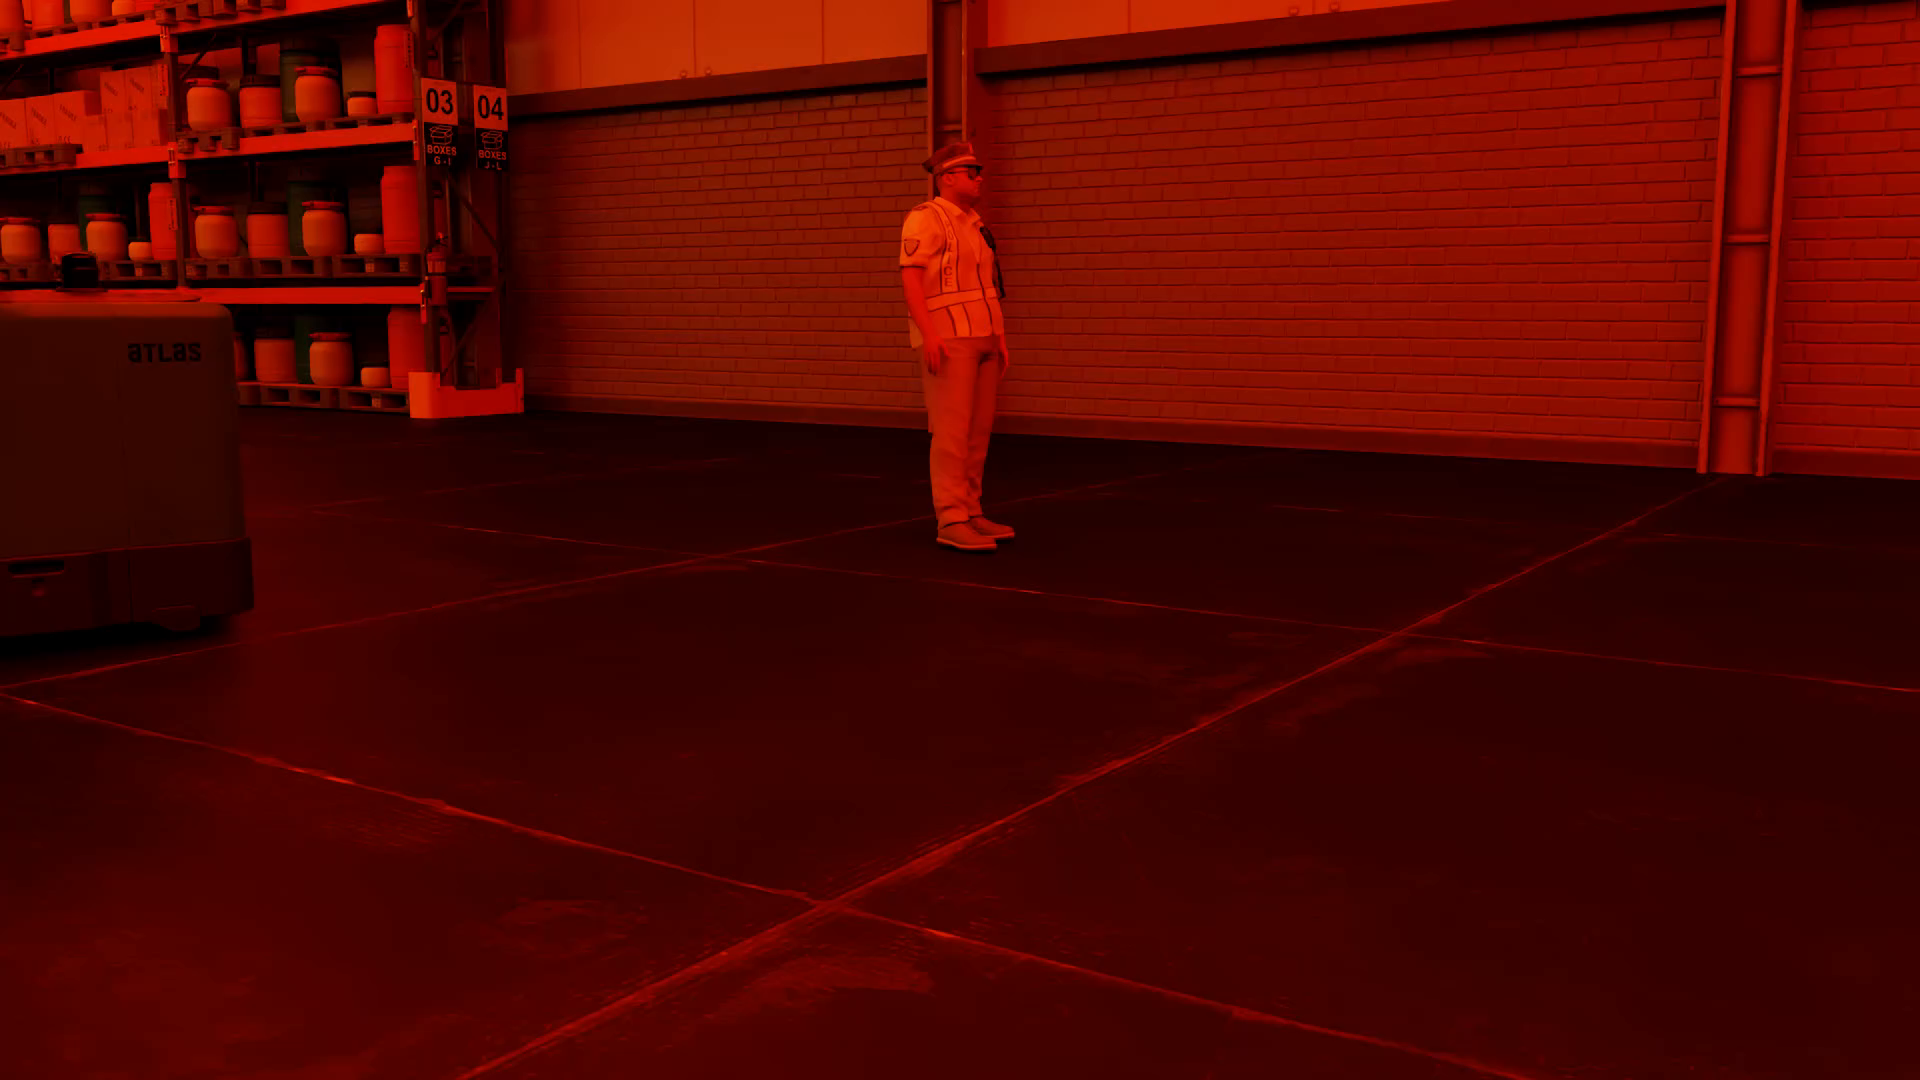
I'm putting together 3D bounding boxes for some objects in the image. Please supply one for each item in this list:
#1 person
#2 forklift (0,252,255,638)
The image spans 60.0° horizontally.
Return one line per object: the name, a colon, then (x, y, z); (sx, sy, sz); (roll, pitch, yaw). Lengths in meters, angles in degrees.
person: (0.057, -0.882, 7.424); (0.575, 1.781, 0.640); (5, 10, 34)
forklift: (-3.844, -1.090, 4.855); (3.031, 2.935, 1.130); (-5, 10, -33)
